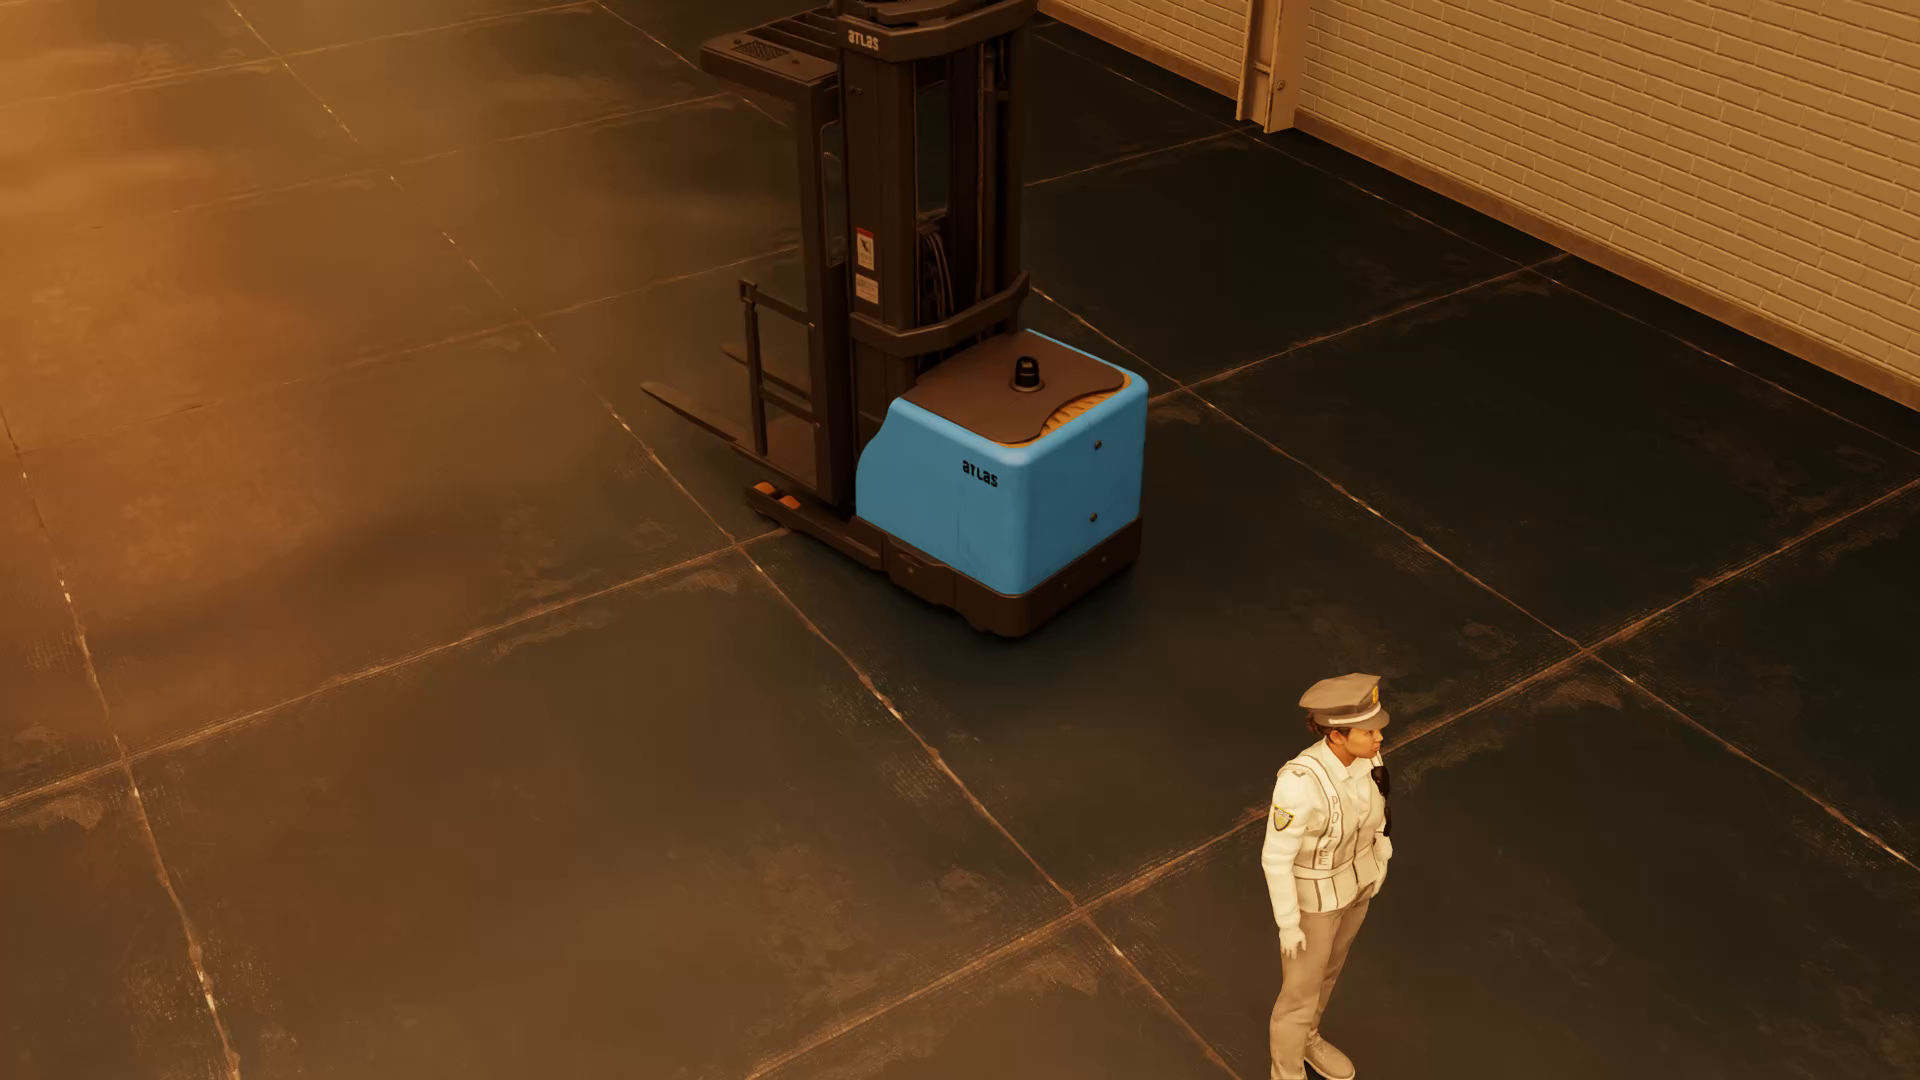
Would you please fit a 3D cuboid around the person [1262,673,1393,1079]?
[{"bbox_3d":[1.264,1.188,5.519,0.588,1.697,0.533,-28,44,-33],"label":"person"}]

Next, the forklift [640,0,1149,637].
[{"bbox_3d":[-0.508,-1.462,8.228,3.031,2.935,1.130,28,44,34],"label":"forklift"}]
